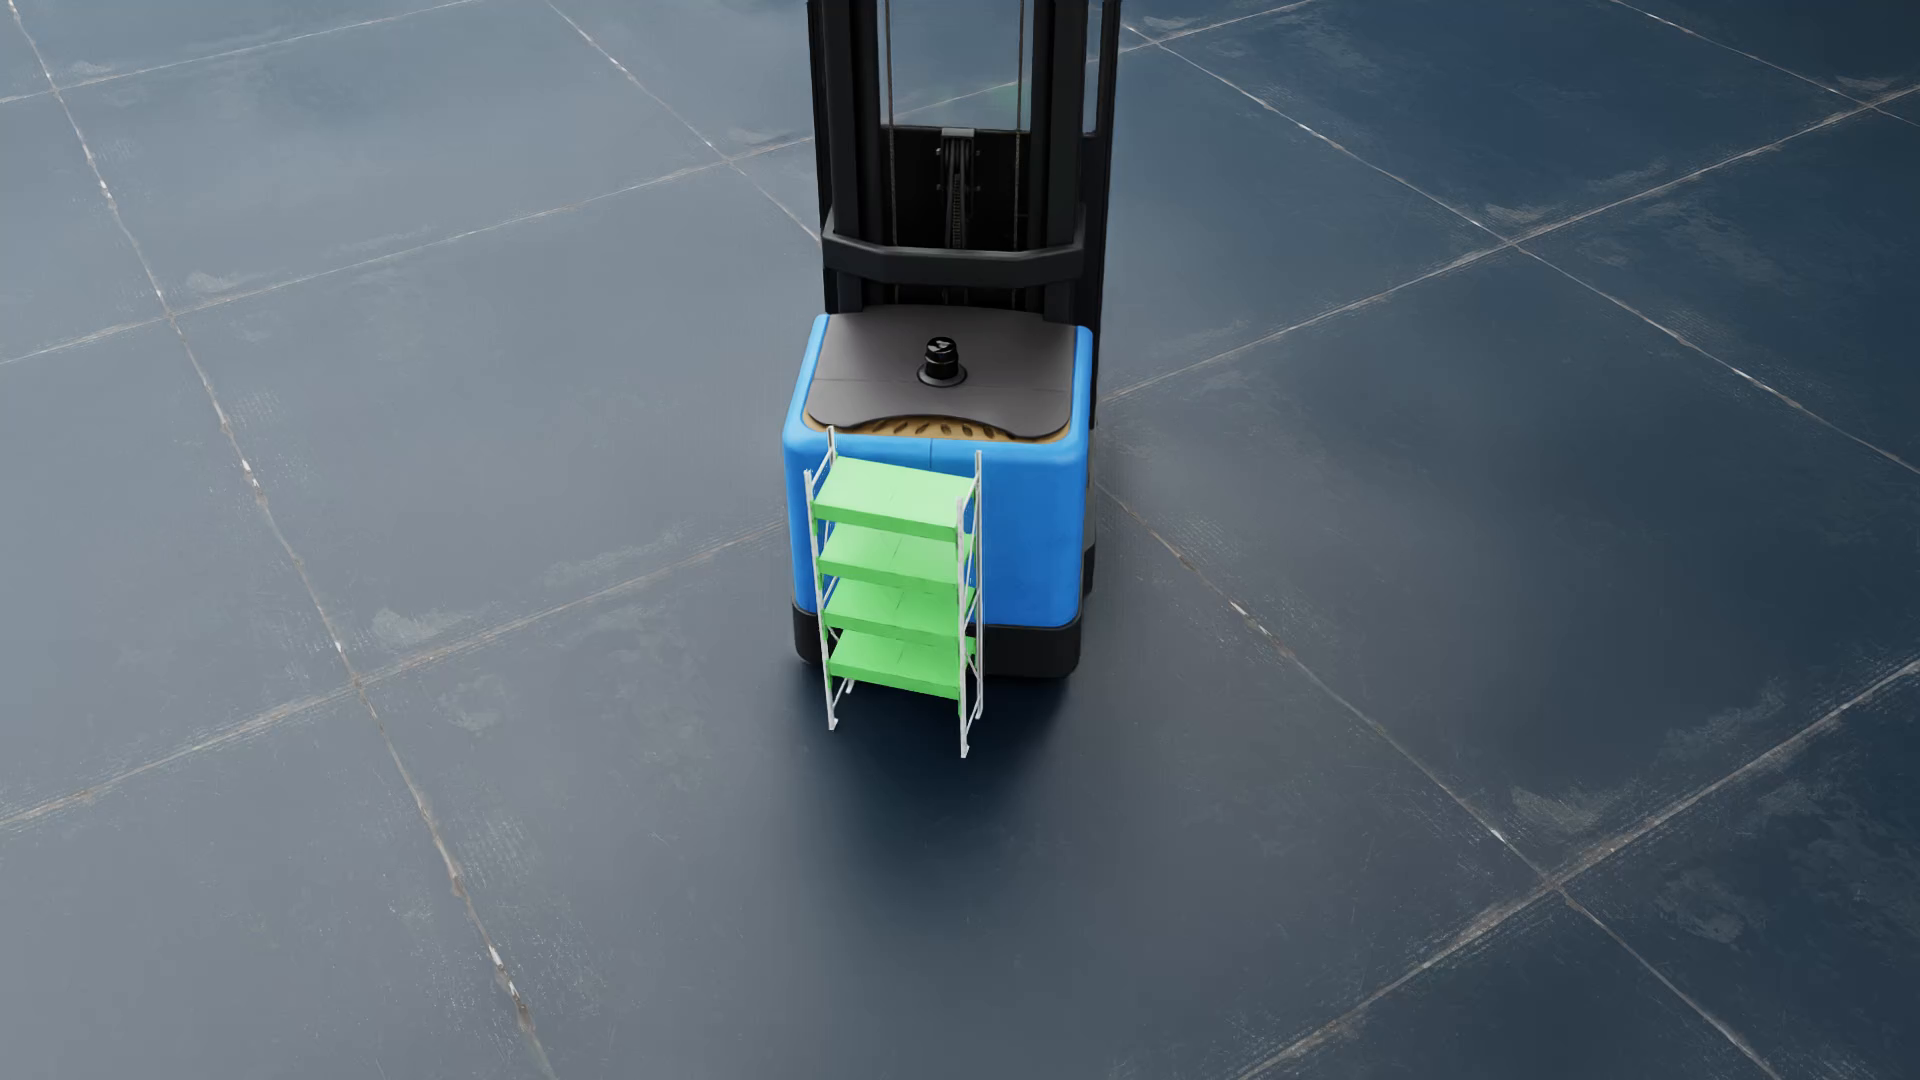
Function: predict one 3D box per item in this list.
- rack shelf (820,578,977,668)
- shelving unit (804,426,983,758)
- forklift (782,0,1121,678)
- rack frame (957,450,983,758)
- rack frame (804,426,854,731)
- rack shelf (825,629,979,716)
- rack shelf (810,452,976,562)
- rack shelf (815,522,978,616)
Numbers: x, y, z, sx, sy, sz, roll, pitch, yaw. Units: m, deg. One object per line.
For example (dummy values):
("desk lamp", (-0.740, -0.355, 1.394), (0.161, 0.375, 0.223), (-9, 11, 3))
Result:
("rack shelf", (-0.199, 0.248, 5.606), (0.480, 0.148, 0.258), (10, 43, 12))
("shelving unit", (-0.199, 0.201, 5.563), (0.503, 1.200, 0.258), (10, 43, 12))
("forklift", (0.035, -1.558, 6.330), (1.130, 2.935, 3.031), (3, 40, 4))
("rack frame", (0.036, 0.242, 5.513), (0.015, 1.200, 0.240), (10, 43, 12))
("rack frame", (-0.435, 0.159, 5.613), (0.015, 1.200, 0.240), (10, 43, 12))
("rack shelf", (-0.196, 0.425, 5.767), (0.480, 0.148, 0.258), (10, 43, 12))
("rack shelf", (-0.205, -0.107, 5.283), (0.480, 0.148, 0.258), (10, 43, 12))
("rack shelf", (-0.202, 0.070, 5.444), (0.480, 0.148, 0.258), (10, 43, 12))
